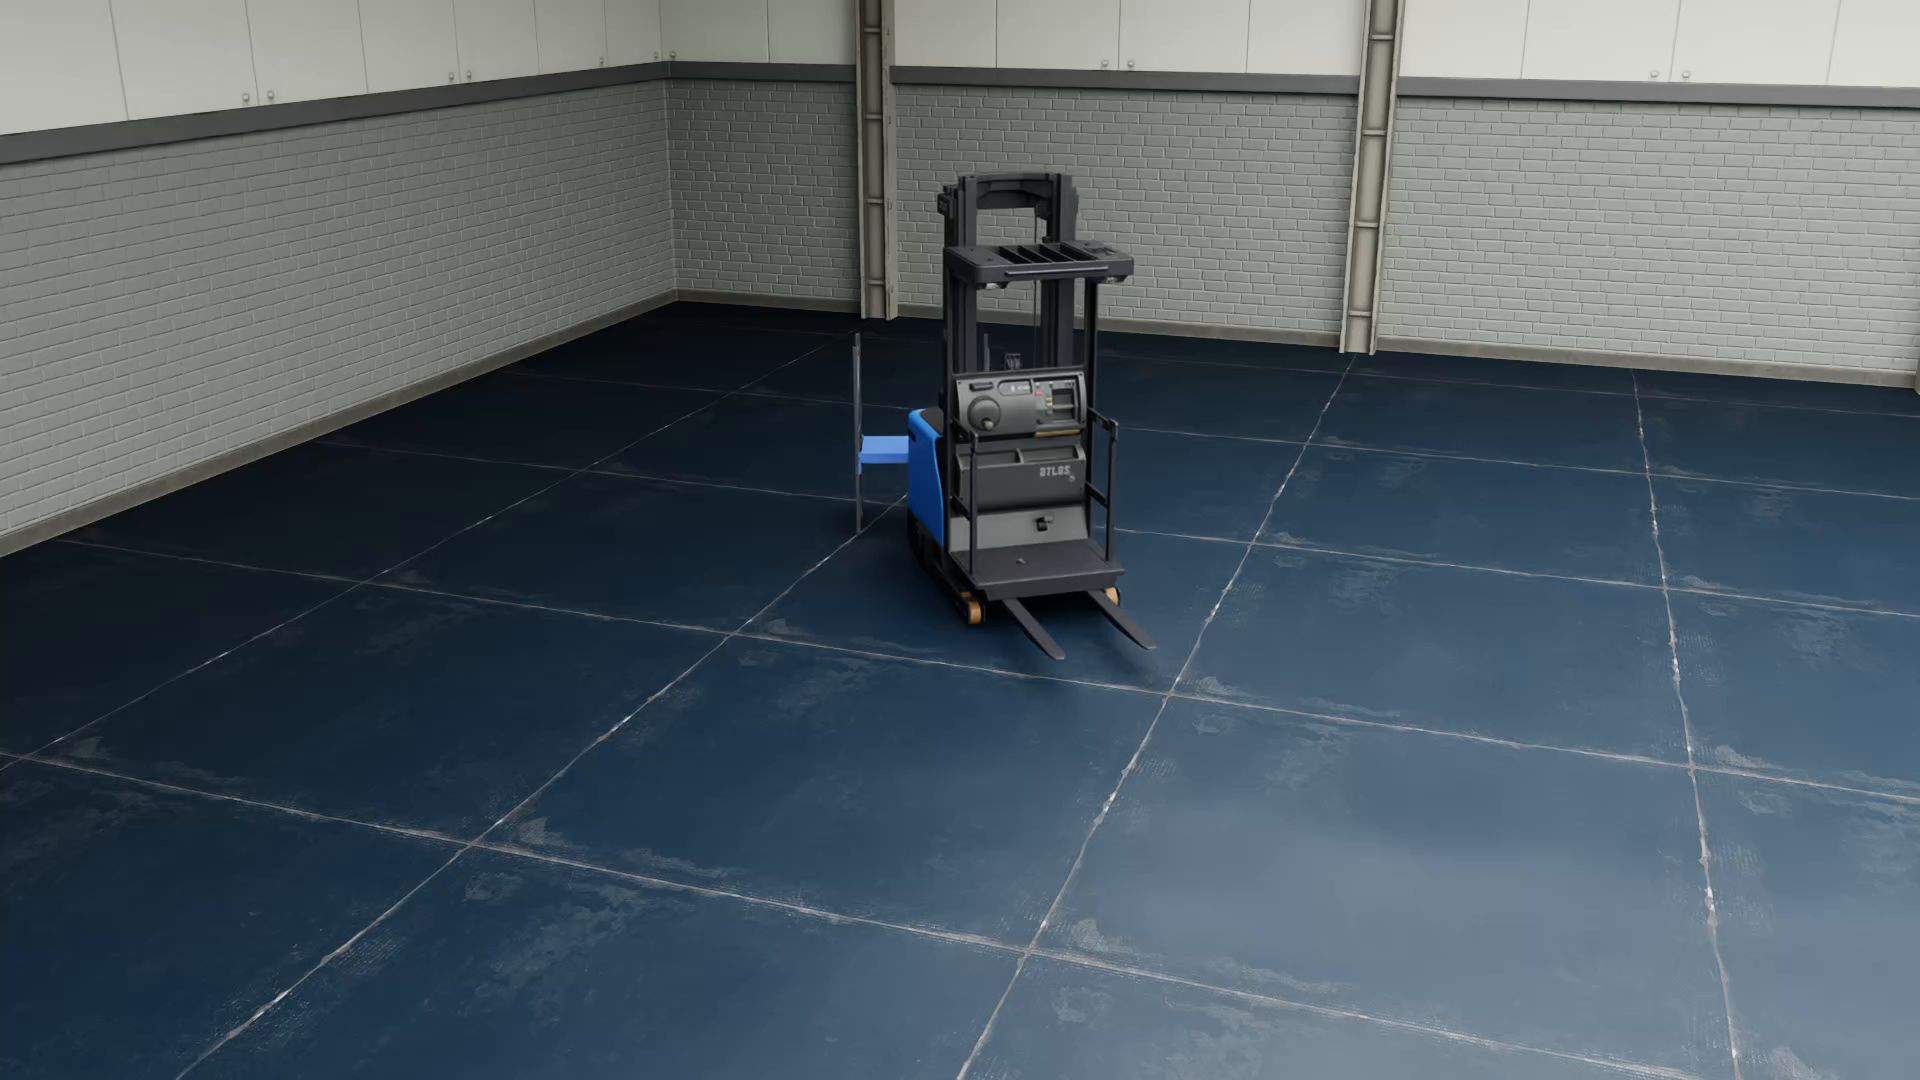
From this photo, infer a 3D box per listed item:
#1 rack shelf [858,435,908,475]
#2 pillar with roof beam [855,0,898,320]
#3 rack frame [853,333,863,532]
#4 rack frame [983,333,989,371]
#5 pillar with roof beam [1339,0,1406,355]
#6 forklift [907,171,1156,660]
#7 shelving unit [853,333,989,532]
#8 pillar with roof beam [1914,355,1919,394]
[{"bbox_3d":[-0.303,-0.689,13.320,1.000,0.185,0.538,0,19,-1],"label":"rack shelf"},{"bbox_3d":[-2.440,-5.764,15.941,0.400,9.000,9.100,7,20,18],"label":"pillar with roof beam"},{"bbox_3d":[-0.812,-0.856,13.253,0.032,1.500,0.500,0,19,-1],"label":"rack frame"},{"bbox_3d":[0.205,-0.861,13.268,0.032,1.500,0.500,0,19,-1],"label":"rack frame"},{"bbox_3d":[3.228,-5.116,14.082,0.400,9.000,9.100,7,20,18],"label":"pillar with roof beam"},{"bbox_3d":[0.489,-0.944,11.331,1.130,2.935,3.031,-5,20,-15],"label":"forklift"},{"bbox_3d":[-0.303,-0.858,13.260,1.048,1.500,0.538,0,19,-1],"label":"shelving unit"},{"bbox_3d":[8.895,-4.468,12.223,0.400,9.000,9.100,7,20,18],"label":"pillar with roof beam"}]
